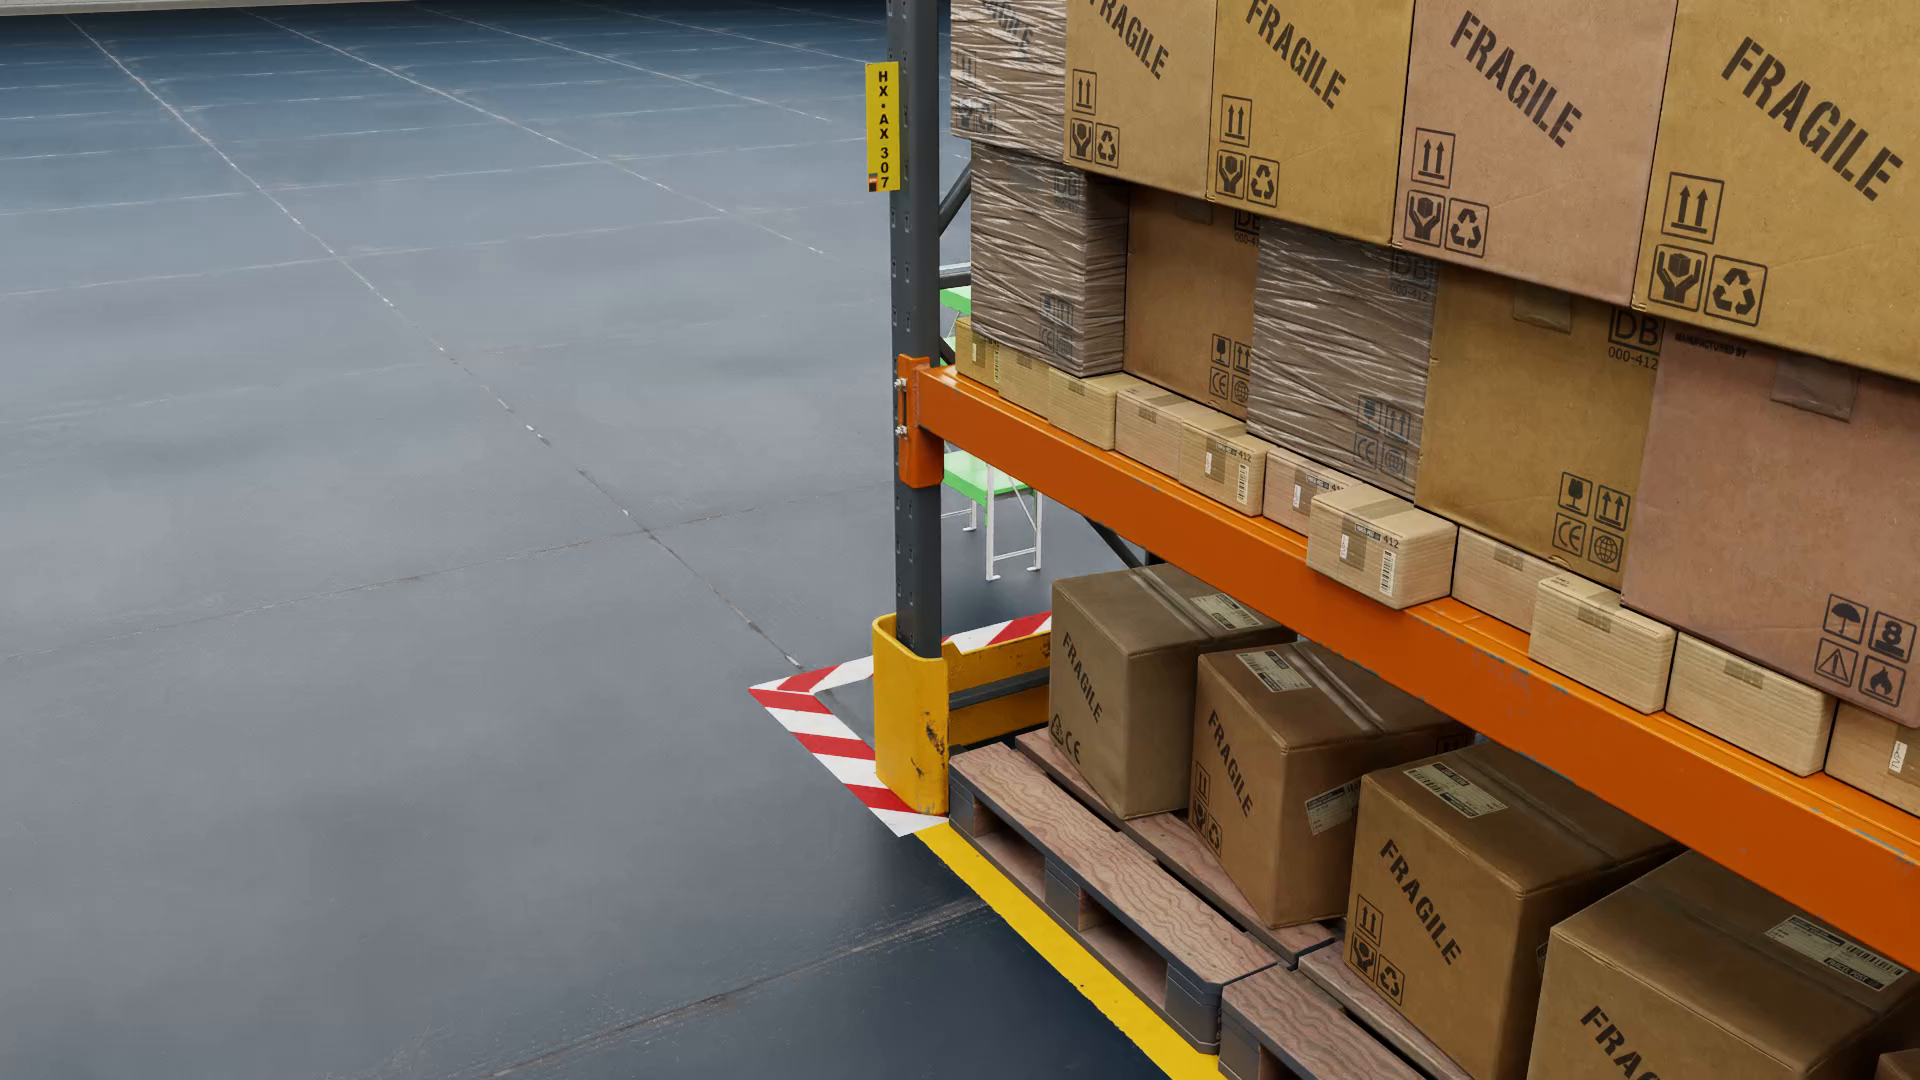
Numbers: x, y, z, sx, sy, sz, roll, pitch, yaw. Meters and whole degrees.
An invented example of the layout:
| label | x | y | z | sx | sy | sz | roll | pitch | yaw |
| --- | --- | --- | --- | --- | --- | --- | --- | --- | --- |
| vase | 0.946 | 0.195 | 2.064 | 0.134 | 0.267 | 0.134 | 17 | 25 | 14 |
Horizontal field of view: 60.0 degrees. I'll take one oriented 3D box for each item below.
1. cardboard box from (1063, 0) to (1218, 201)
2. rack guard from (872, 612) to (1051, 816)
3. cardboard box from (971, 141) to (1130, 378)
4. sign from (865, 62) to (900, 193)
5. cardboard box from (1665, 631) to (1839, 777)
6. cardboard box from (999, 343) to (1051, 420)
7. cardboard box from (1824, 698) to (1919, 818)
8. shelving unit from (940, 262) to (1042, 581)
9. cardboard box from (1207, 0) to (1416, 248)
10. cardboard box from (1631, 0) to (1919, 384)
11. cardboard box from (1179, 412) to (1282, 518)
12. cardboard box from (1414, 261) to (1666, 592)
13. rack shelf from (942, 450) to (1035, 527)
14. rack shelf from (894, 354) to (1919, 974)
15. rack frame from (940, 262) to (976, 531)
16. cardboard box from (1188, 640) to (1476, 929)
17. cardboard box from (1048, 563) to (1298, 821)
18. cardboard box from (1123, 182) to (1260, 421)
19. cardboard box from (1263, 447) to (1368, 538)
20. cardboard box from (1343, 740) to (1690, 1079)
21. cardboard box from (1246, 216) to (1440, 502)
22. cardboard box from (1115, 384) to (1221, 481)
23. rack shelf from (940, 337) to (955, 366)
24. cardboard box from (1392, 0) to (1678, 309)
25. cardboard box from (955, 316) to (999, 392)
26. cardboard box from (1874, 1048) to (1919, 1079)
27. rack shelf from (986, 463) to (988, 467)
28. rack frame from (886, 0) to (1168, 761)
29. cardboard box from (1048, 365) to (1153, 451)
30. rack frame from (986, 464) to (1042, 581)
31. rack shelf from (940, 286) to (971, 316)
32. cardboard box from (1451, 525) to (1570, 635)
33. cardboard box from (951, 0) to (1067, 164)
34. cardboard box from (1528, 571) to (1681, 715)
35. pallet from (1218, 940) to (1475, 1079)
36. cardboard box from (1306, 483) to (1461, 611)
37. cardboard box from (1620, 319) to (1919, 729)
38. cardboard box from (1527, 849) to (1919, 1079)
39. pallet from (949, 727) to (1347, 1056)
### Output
| label | x | y | z | sx | sy | sz | roll | pitch | yaw |
| --- | --- | --- | --- | --- | --- | --- | --- | --- | --- |
| cardboard box | 0.566 | -1.025 | 3.494 | 0.500 | 0.500 | 0.500 | -13 | 25 | -28 |
| rack guard | 0.309 | 0.411 | 5.135 | 1.175 | 0.500 | 0.348 | -13 | 25 | -28 |
| cardboard box | 0.528 | -0.772 | 4.199 | 0.875 | 0.500 | 0.500 | -13 | 25 | -28 |
| sign | -0.196 | -1.068 | 4.305 | 0.100 | 0.325 | 0.005 | -13 | 25 | -28 |
| cardboard box | 1.355 | 0.213 | 2.638 | 0.380 | 0.149 | 0.250 | -13 | 25 | -28 |
| cardboard box | 0.322 | -0.432 | 4.224 | 0.380 | 0.149 | 0.250 | -13 | 25 | -28 |
| cardboard box | 1.518 | 0.286 | 2.458 | 0.380 | 0.149 | 0.250 | -13 | 25 | -28 |
| shelving unit | 0.085 | -0.502 | 6.454 | 0.258 | 1.200 | 0.503 | -13 | 25 | -28 |
| cardboard box | 0.823 | -0.863 | 3.096 | 0.500 | 0.500 | 0.500 | -13 | 25 | -28 |
| cardboard box | 1.336 | -0.540 | 2.301 | 0.500 | 0.500 | 0.500 | -13 | 25 | -28 |
| cardboard box | 0.704 | -0.189 | 3.627 | 0.380 | 0.149 | 0.250 | -13 | 25 | -28 |
| cardboard box | 1.350 | -0.299 | 3.035 | 0.875 | 0.500 | 0.500 | -13 | 25 | -28 |
| rack shelf | 0.085 | -0.221 | 6.568 | 0.258 | 0.148 | 0.480 | -13 | 25 | -28 |
| rack shelf | 1.292 | 0.210 | 3.268 | 1.077 | 0.370 | 4.000 | -13 | 25 | -28 |
| rack frame | -0.040 | -0.581 | 6.648 | 0.240 | 1.200 | 0.015 | -13 | 25 | -28 |
| cardboard box | 0.910 | 0.585 | 4.152 | 0.500 | 0.500 | 0.500 | -6 | 23 | -14 |
| cardboard box | 0.575 | 0.398 | 4.612 | 0.500 | 0.500 | 0.500 | -8 | 23 | -18 |
| cardboard box | 0.886 | -0.633 | 3.858 | 0.875 | 0.500 | 0.500 | -13 | 25 | -28 |
| cardboard box | 0.855 | -0.113 | 3.440 | 0.380 | 0.149 | 0.250 | -13 | 25 | -28 |
| cardboard box | 1.213 | 0.791 | 3.644 | 0.500 | 0.500 | 0.500 | -10 | 24 | -23 |
| cardboard box | 1.105 | -0.463 | 3.439 | 0.875 | 0.500 | 0.500 | -13 | 25 | -28 |
| cardboard box | 0.583 | -0.271 | 3.829 | 0.380 | 0.149 | 0.250 | -13 | 25 | -28 |
| rack shelf | 0.085 | -0.665 | 6.387 | 0.258 | 0.148 | 0.480 | -13 | 25 | -28 |
| cardboard box | 1.084 | -0.703 | 2.701 | 0.500 | 0.500 | 0.500 | -13 | 25 | -28 |
| cardboard box | 0.211 | -0.517 | 4.433 | 0.380 | 0.149 | 0.250 | -13 | 25 | -28 |
| cardboard box | 1.845 | 1.166 | 2.721 | 0.500 | 0.500 | 0.500 | -5 | 23 | -11 |
| rack shelf | 0.085 | -0.443 | 6.478 | 0.258 | 0.148 | 0.480 | -13 | 25 | -28 |
| rack frame | 0.270 | -0.771 | 4.725 | 1.000 | 3.000 | 0.127 | -13 | 25 | -28 |
| cardboard box | 0.437 | -0.348 | 4.018 | 0.380 | 0.149 | 0.250 | -13 | 25 | -28 |
| rack frame | 0.209 | -0.423 | 6.259 | 0.240 | 1.200 | 0.015 | -13 | 25 | -28 |
| rack shelf | 0.085 | -0.888 | 6.297 | 0.258 | 0.148 | 0.480 | -13 | 25 | -28 |
| cardboard box | 1.136 | 0.043 | 3.056 | 0.380 | 0.149 | 0.250 | -13 | 25 | -28 |
| cardboard box | 0.317 | -1.188 | 3.895 | 0.500 | 0.500 | 0.500 | -13 | 25 | -28 |
| cardboard box | 1.198 | 0.139 | 2.820 | 0.380 | 0.149 | 0.250 | -13 | 25 | -28 |
| pallet | 1.313 | 1.209 | 3.555 | 1.003 | 0.211 | 1.213 | -13 | 25 | -28 |
| cardboard box | 0.894 | -0.012 | 3.192 | 0.380 | 0.149 | 0.250 | -13 | 25 | -28 |
| cardboard box | 1.570 | -0.129 | 2.618 | 0.875 | 0.500 | 0.500 | -13 | 25 | -28 |
| cardboard box | 1.460 | 0.980 | 3.178 | 0.500 | 0.500 | 0.500 | -15 | 27 | -33 |
| pallet | 0.694 | 0.815 | 4.526 | 1.003 | 0.211 | 1.213 | -13 | 25 | -28 |
